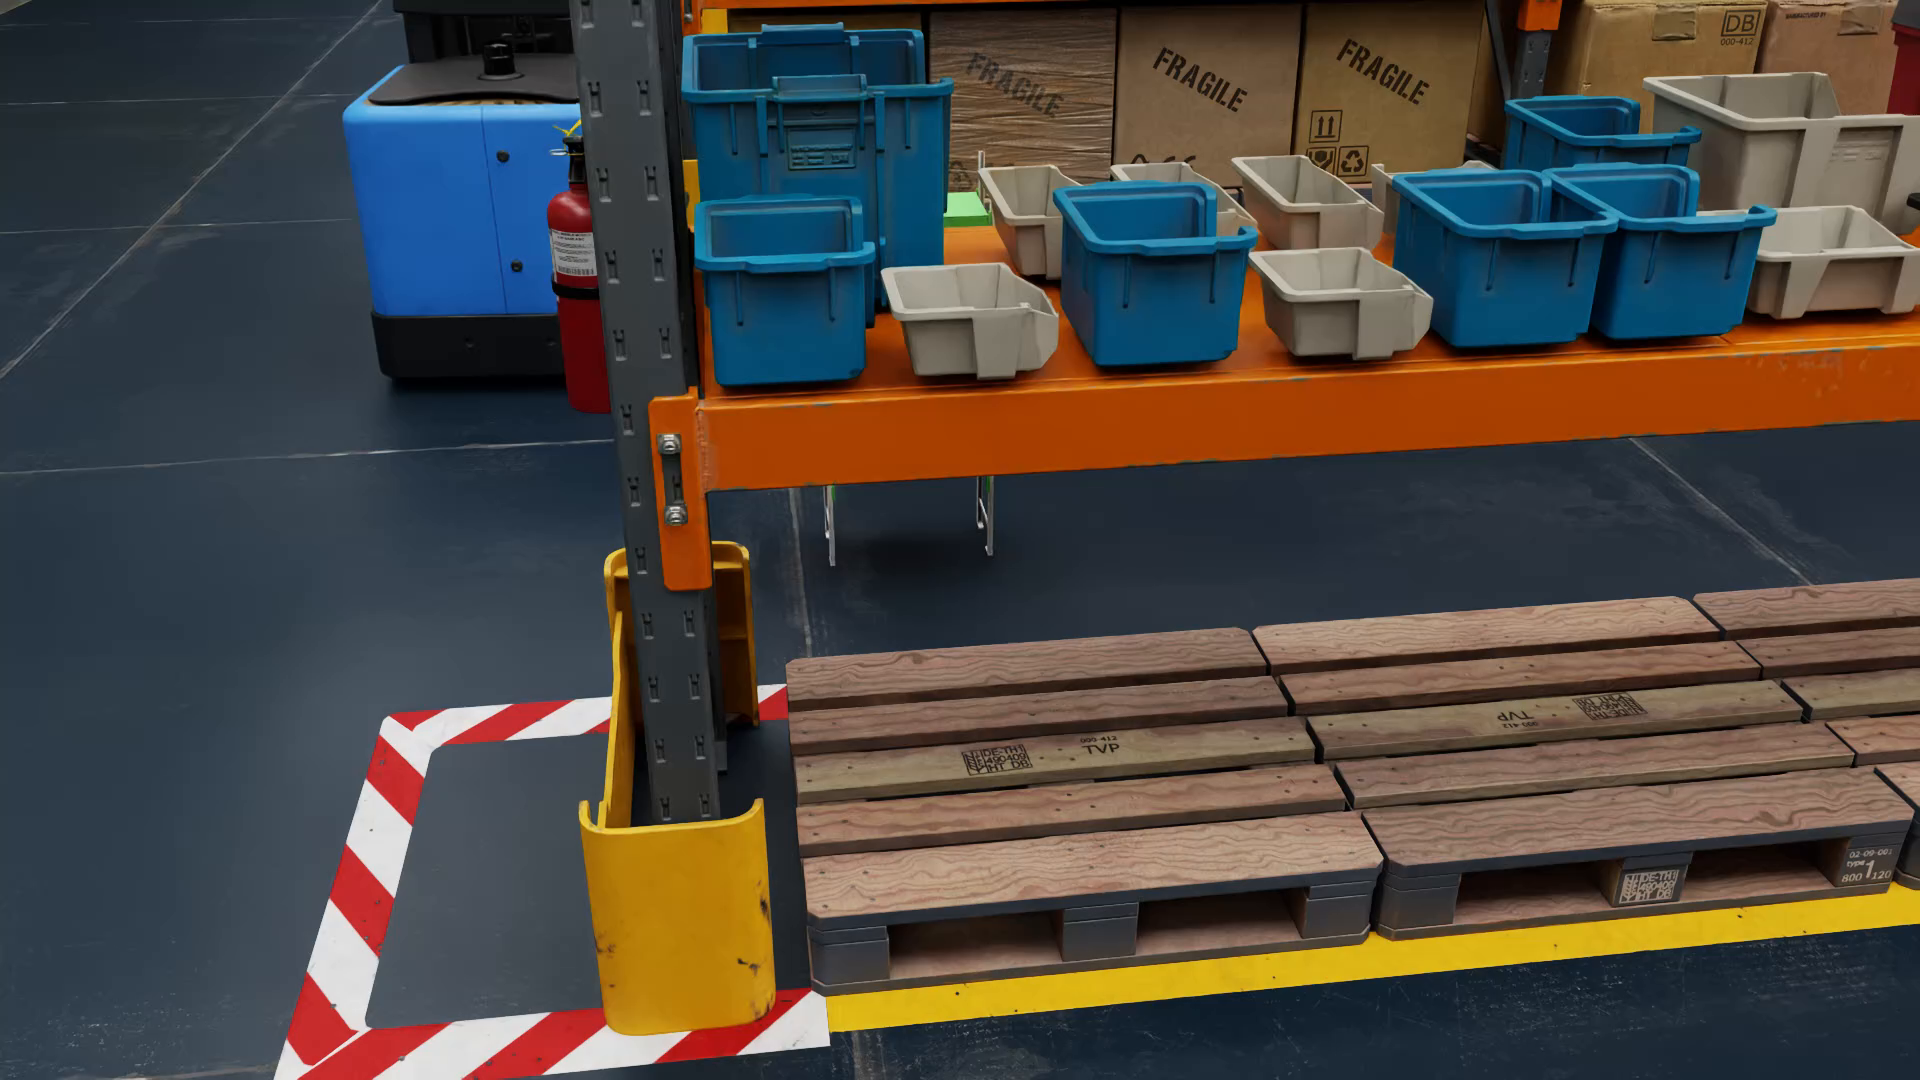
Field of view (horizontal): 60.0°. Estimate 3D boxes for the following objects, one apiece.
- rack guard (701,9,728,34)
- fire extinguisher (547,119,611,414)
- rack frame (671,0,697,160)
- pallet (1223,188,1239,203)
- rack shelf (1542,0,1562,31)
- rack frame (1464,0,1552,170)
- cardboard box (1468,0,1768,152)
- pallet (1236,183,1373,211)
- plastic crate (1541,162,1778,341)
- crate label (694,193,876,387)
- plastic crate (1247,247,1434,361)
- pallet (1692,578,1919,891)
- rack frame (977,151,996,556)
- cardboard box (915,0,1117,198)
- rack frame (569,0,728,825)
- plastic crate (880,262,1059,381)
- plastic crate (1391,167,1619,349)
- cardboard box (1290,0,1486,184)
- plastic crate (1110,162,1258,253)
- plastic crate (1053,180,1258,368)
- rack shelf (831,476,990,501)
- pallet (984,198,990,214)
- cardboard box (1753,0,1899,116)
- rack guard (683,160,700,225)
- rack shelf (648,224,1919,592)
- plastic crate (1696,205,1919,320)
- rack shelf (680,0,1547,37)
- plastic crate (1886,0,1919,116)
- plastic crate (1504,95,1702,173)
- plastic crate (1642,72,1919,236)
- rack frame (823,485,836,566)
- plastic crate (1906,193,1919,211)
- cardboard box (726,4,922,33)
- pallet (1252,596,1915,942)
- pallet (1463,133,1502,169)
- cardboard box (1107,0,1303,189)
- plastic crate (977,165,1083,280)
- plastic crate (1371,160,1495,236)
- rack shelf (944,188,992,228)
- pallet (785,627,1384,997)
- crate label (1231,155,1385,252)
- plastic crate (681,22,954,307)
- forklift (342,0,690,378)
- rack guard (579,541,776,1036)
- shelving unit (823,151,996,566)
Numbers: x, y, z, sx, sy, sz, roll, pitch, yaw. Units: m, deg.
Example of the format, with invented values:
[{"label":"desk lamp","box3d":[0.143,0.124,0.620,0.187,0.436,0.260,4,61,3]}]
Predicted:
[{"label":"rack guard","box3d":[-1.805,-4.003,12.505,0.348,0.500,1.175,-4,27,-7]},{"label":"fire extinguisher","box3d":[-0.812,-0.619,3.663,0.183,0.674,0.296,-4,27,-7]},{"label":"rack frame","box3d":[-1.290,-2.862,7.542,0.127,3.000,1.000,-4,27,-7]},{"label":"pallet","box3d":[0.697,-1.784,8.495,1.213,0.211,1.003,-4,27,-7]},{"label":"rack shelf","box3d":[4.652,-2.924,8.450,4.000,0.370,1.077,-4,27,-7]},{"label":"rack frame","box3d":[2.671,-3.117,8.038,0.127,3.000,1.000,-4,27,-7]},{"label":"cardboard box","box3d":[3.302,-2.408,8.524,0.875,0.875,1.225,-4,27,-7]},{"label":"pallet","box3d":[1.908,-1.863,8.649,1.213,0.211,1.003,-4,27,-7]},{"label":"plastic crate","box3d":[1.292,-0.545,3.144,0.300,0.233,0.416,-4,27,-7]},{"label":"crate label","box3d":[-0.309,-0.442,2.944,0.303,0.233,0.416,-4,27,-7]},{"label":"plastic crate","box3d":[0.692,-0.425,3.017,0.298,0.136,0.250,-4,27,-7]},{"label":"pallet","box3d":[2.639,0.427,4.186,1.213,0.211,1.003,-4,27,-7]},{"label":"rack frame","box3d":[0.078,-0.539,4.986,0.015,1.200,0.240,-4,27,-7]},{"label":"cardboard box","box3d":[0.234,-2.238,8.194,0.875,0.875,0.875,-4,27,-7]},{"label":"rack frame","box3d":[-0.600,-0.623,3.179,0.127,3.000,1.000,-4,27,-7]},{"label":"plastic crate","box3d":[0.020,-0.382,2.932,0.298,0.136,0.250,-4,27,-7]},{"label":"plastic crate","box3d":[0.995,-0.526,3.107,0.300,0.233,0.416,-4,27,-7]},{"label":"cardboard box","box3d":[2.007,-2.352,8.416,0.875,0.875,0.875,-4,27,-7]},{"label":"plastic crate","box3d":[0.472,-0.678,3.509,0.243,0.136,0.396,-4,27,-7]},{"label":"plastic crate","box3d":[0.343,-0.484,3.025,0.300,0.233,0.416,-4,27,-7]},{"label":"rack shelf","box3d":[-0.164,-0.253,5.094,0.480,0.148,0.258,-4,27,-7]},{"label":"pallet","box3d":[-0.509,-1.708,8.347,1.213,0.211,1.003,-4,27,-7]},{"label":"cardboard box","box3d":[4.187,-2.465,8.636,0.875,0.875,1.225,-5,28,-9]},{"label":"rack guard","box3d":[-1.313,-1.748,8.110,0.348,0.500,1.175,-4,27,-7]},{"label":"rack shelf","box3d":[1.381,-0.430,3.591,4.000,0.370,1.077,-4,27,-7]},{"label":"plastic crate","box3d":[1.679,-0.540,3.240,0.466,0.136,0.293,-4,27,-7]},{"label":"rack shelf","box3d":[0.691,-2.669,7.955,4.000,0.370,1.077,-4,27,-7]},{"label":"plastic crate","box3d":[2.442,-0.989,3.756,0.583,0.464,0.402,-4,27,-7]},{"label":"plastic crate","box3d":[1.398,-0.822,3.684,0.300,0.233,0.416,-4,27,-7]},{"label":"plastic crate","box3d":[1.824,-0.838,3.661,0.530,0.282,0.437,-4,27,-7]},{"label":"rack frame","box3d":[-0.406,-0.508,4.925,0.015,1.200,0.240,-4,27,-7]},{"label":"plastic crate","box3d":[2.291,-0.589,3.348,0.590,0.125,0.437,-4,27,-7]},{"label":"cardboard box","box3d":[-0.667,-2.181,8.081,0.875,0.875,0.875,-4,27,-7]},{"label":"pallet","box3d":[1.428,0.507,4.032,1.213,0.211,1.003,-4,27,-7]},{"label":"pallet","box3d":[3.425,-1.959,8.837,1.213,0.211,1.003,-4,27,-7]},{"label":"cardboard box","box3d":[1.115,-2.295,8.304,0.875,0.875,0.875,-4,27,-7]},{"label":"plastic crate","box3d":[0.183,-0.666,3.486,0.243,0.136,0.396,-4,27,-7]},{"label":"plastic crate","box3d":[1.035,-0.734,3.618,0.250,0.136,0.298,-4,27,-7]},{"label":"rack shelf","box3d":[-0.164,-0.894,4.766,0.480,0.148,0.258,-4,27,-7]},{"label":"pallet","box3d":[0.223,0.583,3.883,1.213,0.211,1.003,-4,27,-7]},{"label":"crate label","box3d":[0.744,-0.707,3.565,0.243,0.136,0.396,-4,27,-7]},{"label":"plastic crate","box3d":[-0.294,-0.771,3.363,0.499,0.435,0.616,-4,27,-7]},{"label":"forklift","box3d":[-1.769,-2.554,7.017,1.130,2.935,3.031,-1,27,-3]},{"label":"rack guard","box3d":[-0.621,0.496,3.735,0.348,0.500,1.175,-4,27,-7]},{"label":"shelving unit","box3d":[-0.164,-0.523,4.956,0.503,1.200,0.258,-4,27,-7]}]
